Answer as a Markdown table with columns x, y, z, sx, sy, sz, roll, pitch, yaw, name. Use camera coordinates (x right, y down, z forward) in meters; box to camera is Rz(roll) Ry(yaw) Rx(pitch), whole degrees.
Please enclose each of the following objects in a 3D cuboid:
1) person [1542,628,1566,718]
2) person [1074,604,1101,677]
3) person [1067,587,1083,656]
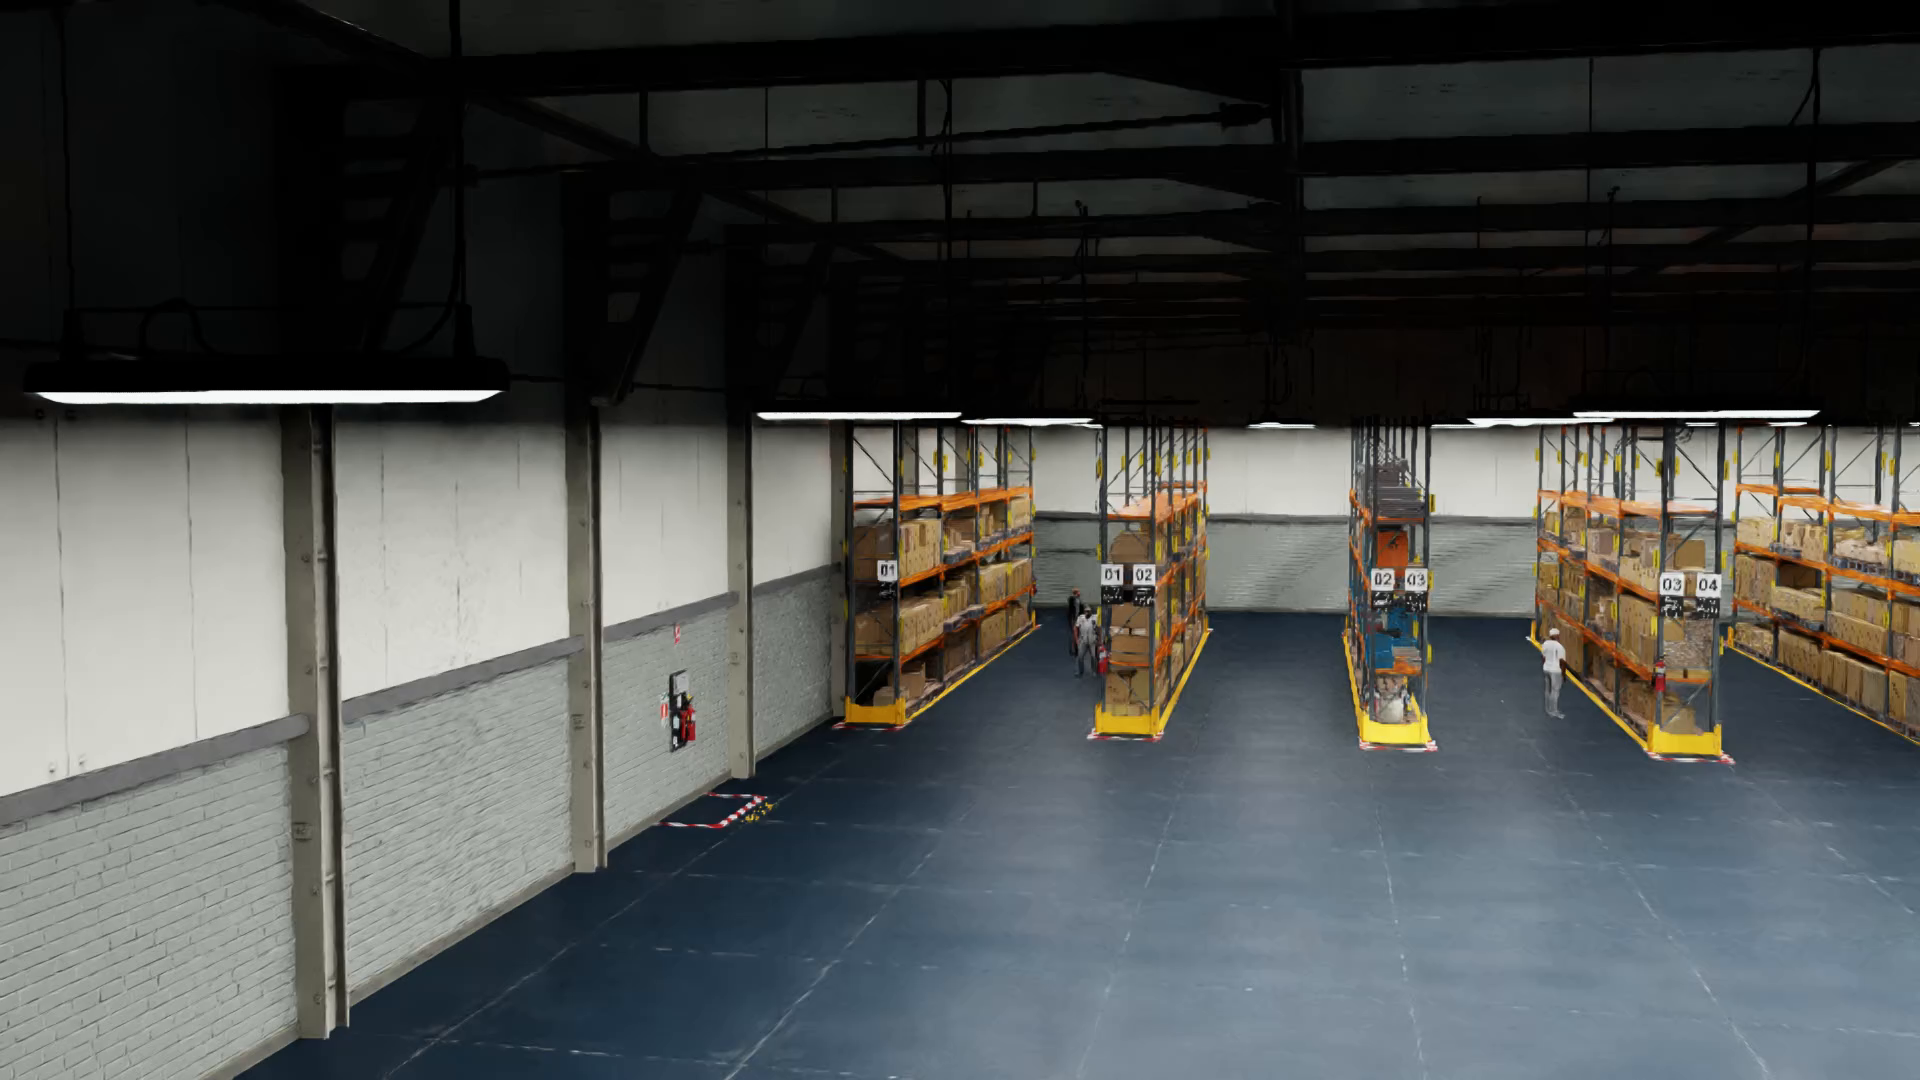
| x | y | z | sx | sy | sz | roll | pitch | yaw | name |
| --- | --- | --- | --- | --- | --- | --- | --- | --- | --- |
| 11.860 | 2.617 | 33.102 | 0.452 | 1.768 | 0.632 | -1 | 4 | -19 | person |
| 2.961 | 2.315 | 38.387 | 0.682 | 1.715 | 0.536 | 1 | 4 | 11 | person |
| 2.968 | 2.039 | 42.140 | 0.462 | 1.731 | 0.598 | -1 | 4 | -14 | person |
